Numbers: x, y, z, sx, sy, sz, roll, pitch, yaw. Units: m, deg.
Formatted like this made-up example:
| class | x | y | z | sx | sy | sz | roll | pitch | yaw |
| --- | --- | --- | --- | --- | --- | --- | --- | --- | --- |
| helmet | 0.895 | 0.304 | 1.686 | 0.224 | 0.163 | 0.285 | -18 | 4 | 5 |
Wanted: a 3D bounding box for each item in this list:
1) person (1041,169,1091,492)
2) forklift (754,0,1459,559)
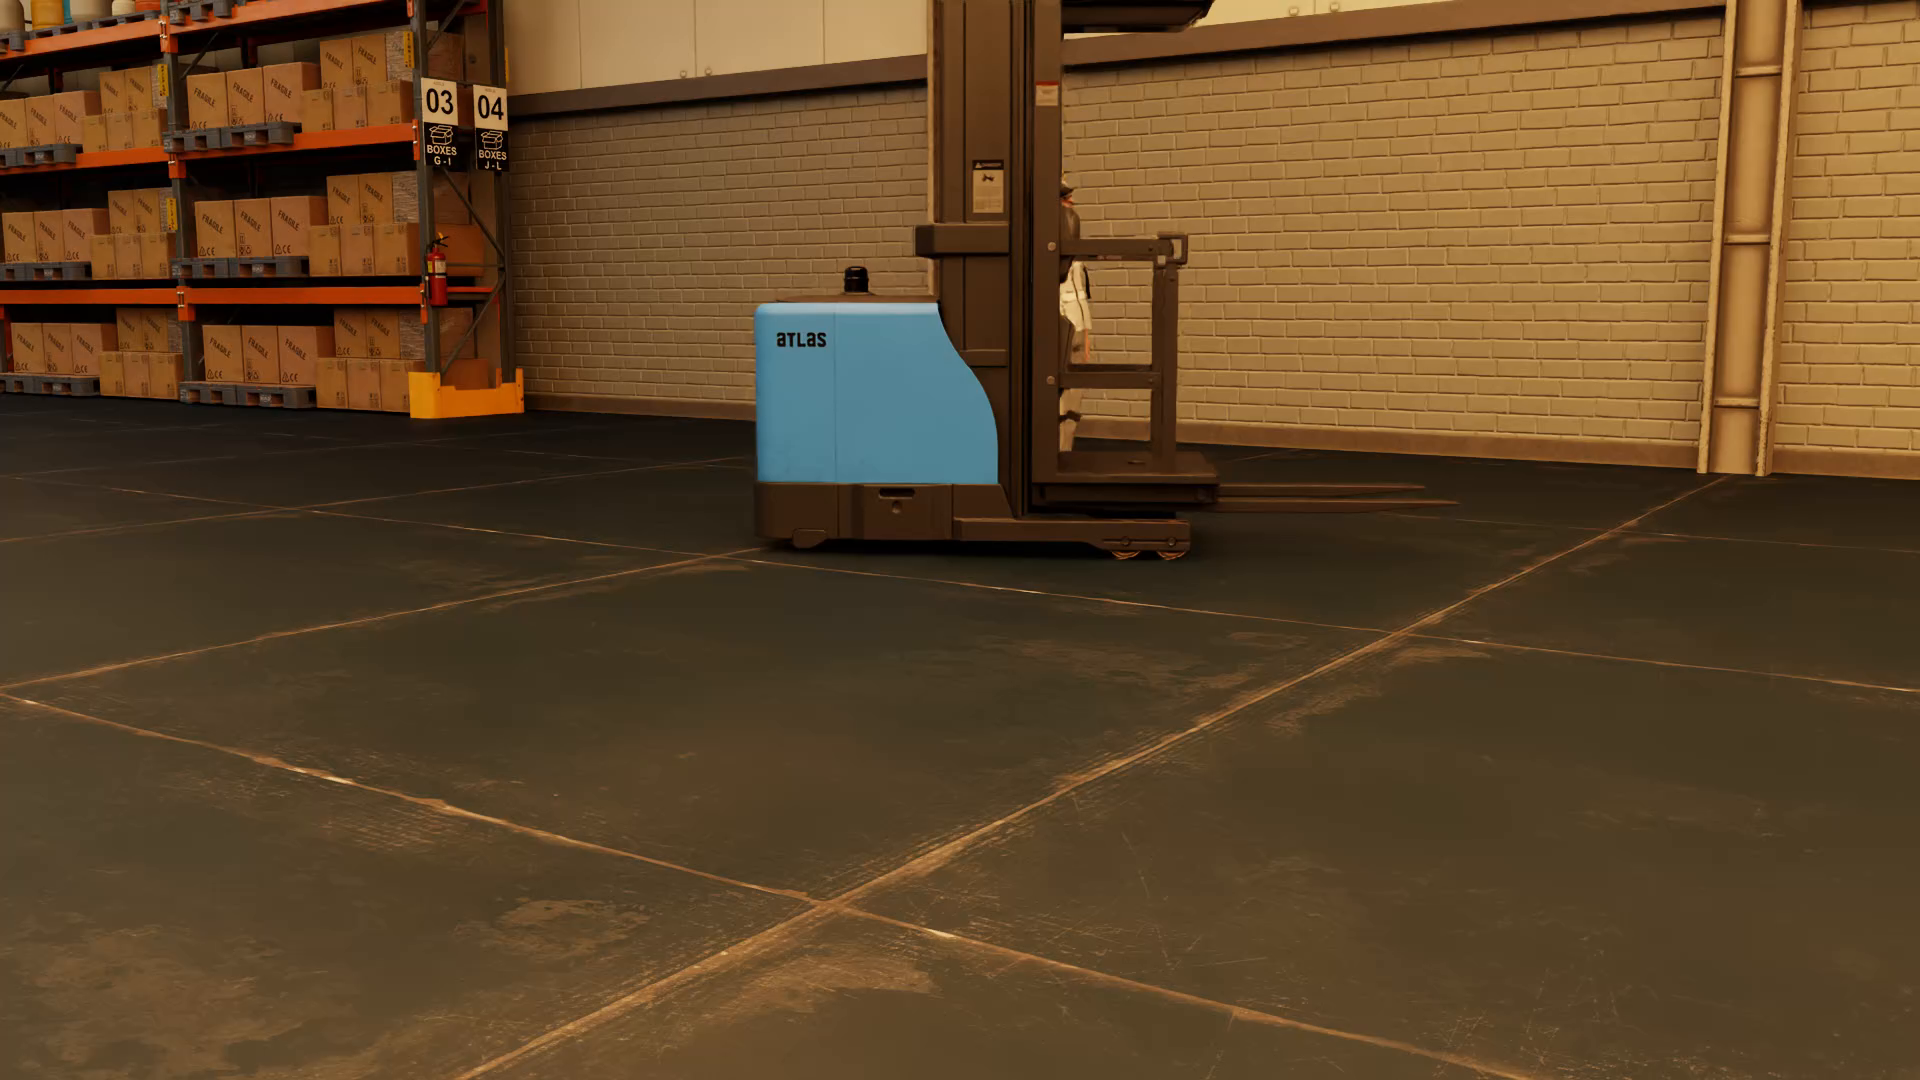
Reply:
| class | x | y | z | sx | sy | sz | roll | pitch | yaw |
| --- | --- | --- | --- | --- | --- | --- | --- | --- | --- |
| person | 0.575 | -1.096 | 8.960 | 0.575 | 1.773 | 0.640 | 5 | 9 | 30 |
| forklift | 0.646 | -1.447 | 7.368 | 3.031 | 2.935 | 1.130 | 1 | 8 | 4 |
